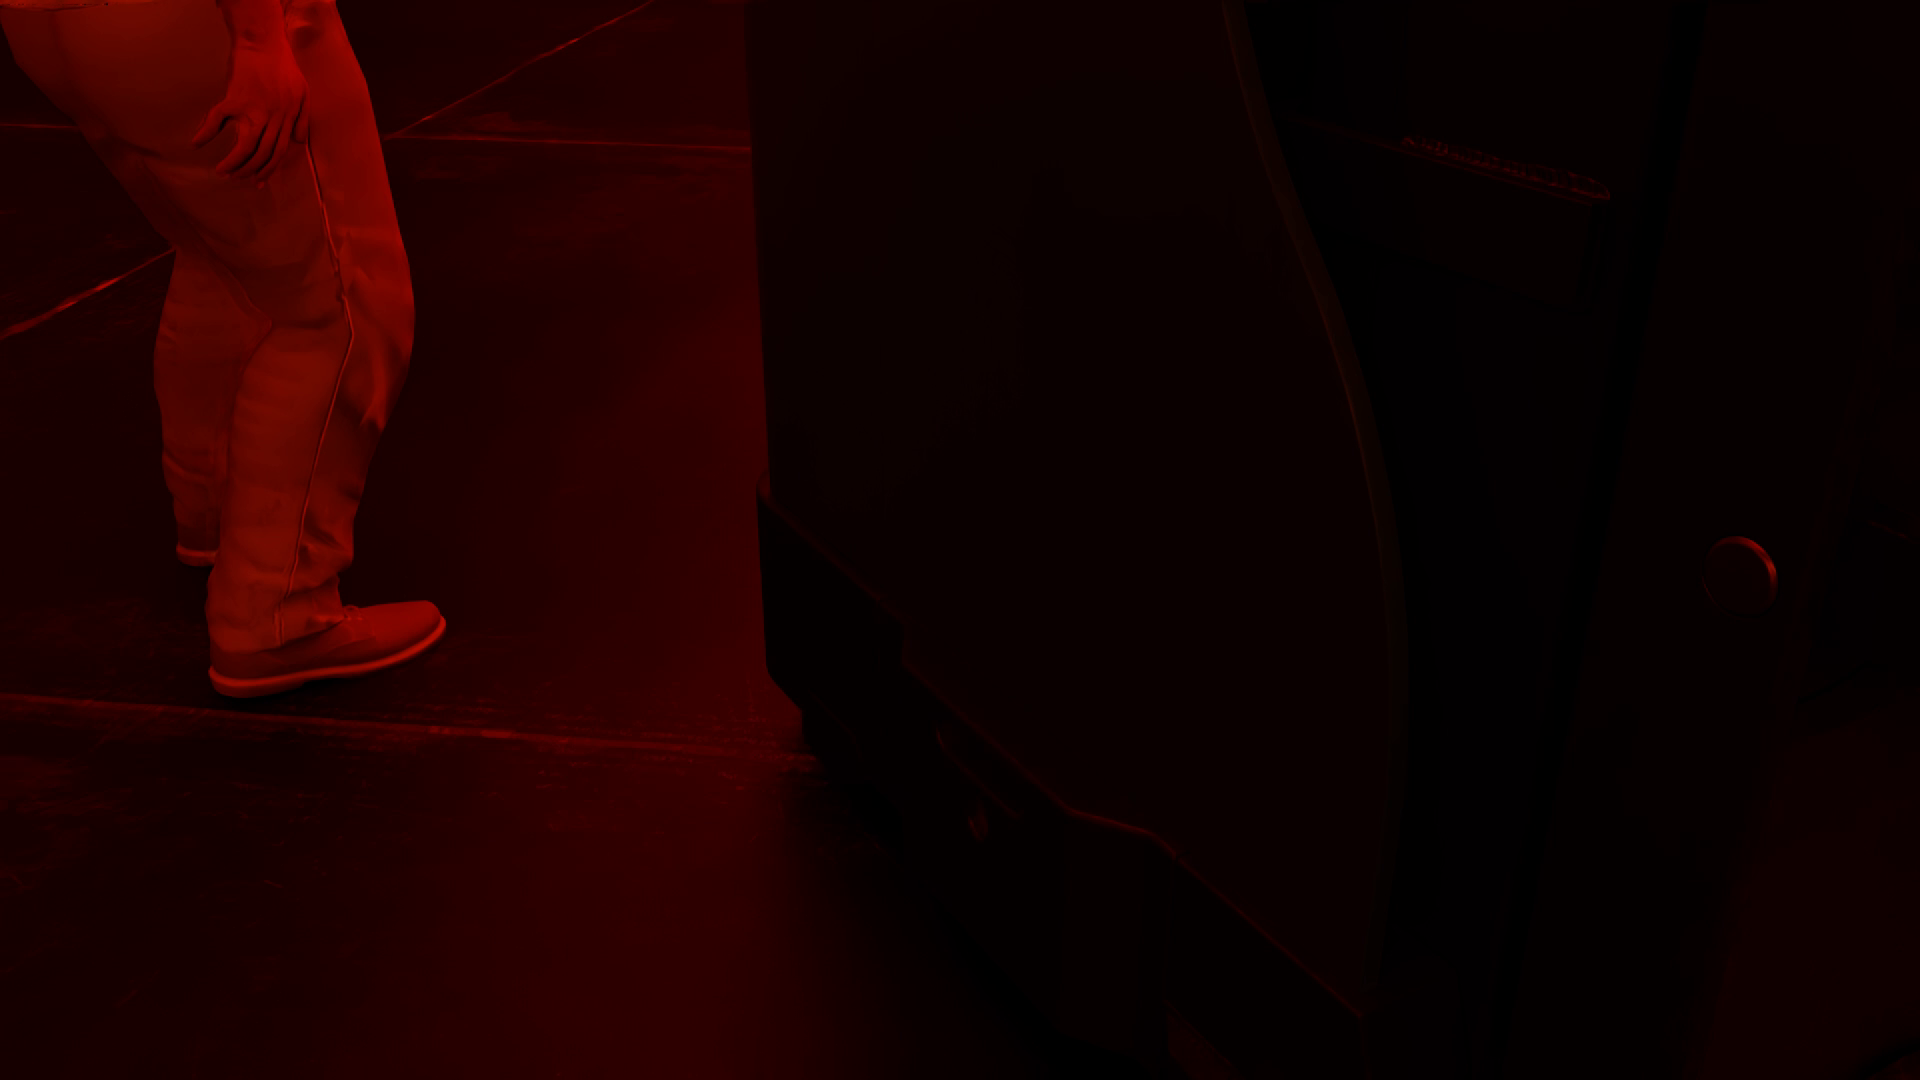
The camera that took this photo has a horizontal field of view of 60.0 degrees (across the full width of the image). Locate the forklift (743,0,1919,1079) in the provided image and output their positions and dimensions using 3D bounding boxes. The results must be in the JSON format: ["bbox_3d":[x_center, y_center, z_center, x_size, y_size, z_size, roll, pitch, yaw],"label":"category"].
[{"bbox_3d":[0.951,-0.657,0.533,1.130,2.935,3.031,-15,30,-27],"label":"forklift"}]

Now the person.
[{"bbox_3d":[-0.890,-0.635,1.951,0.466,1.639,0.796,-23,35,-38],"label":"person"}]
